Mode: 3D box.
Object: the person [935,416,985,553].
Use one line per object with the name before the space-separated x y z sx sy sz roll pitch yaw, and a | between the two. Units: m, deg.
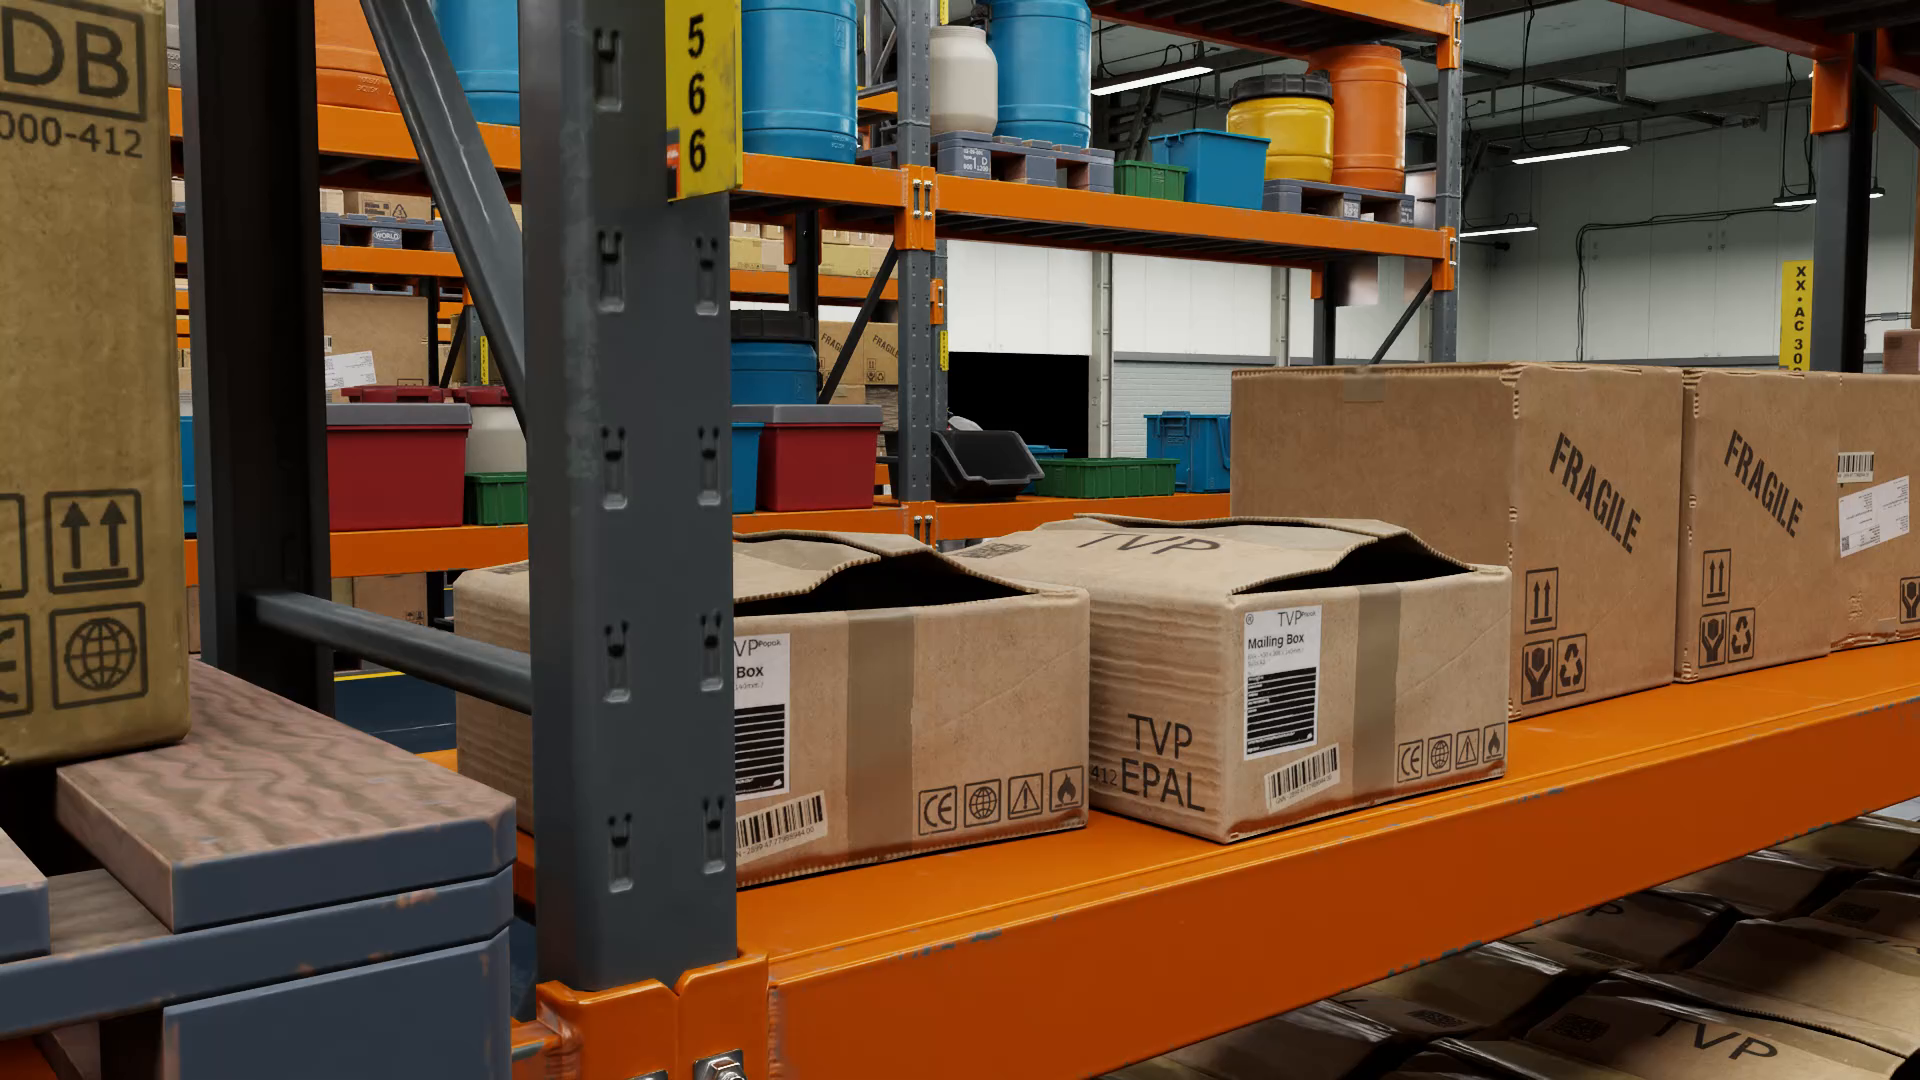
person | -0.029 -0.087 12.539 0.586 1.694 0.532 -4 6 -39
